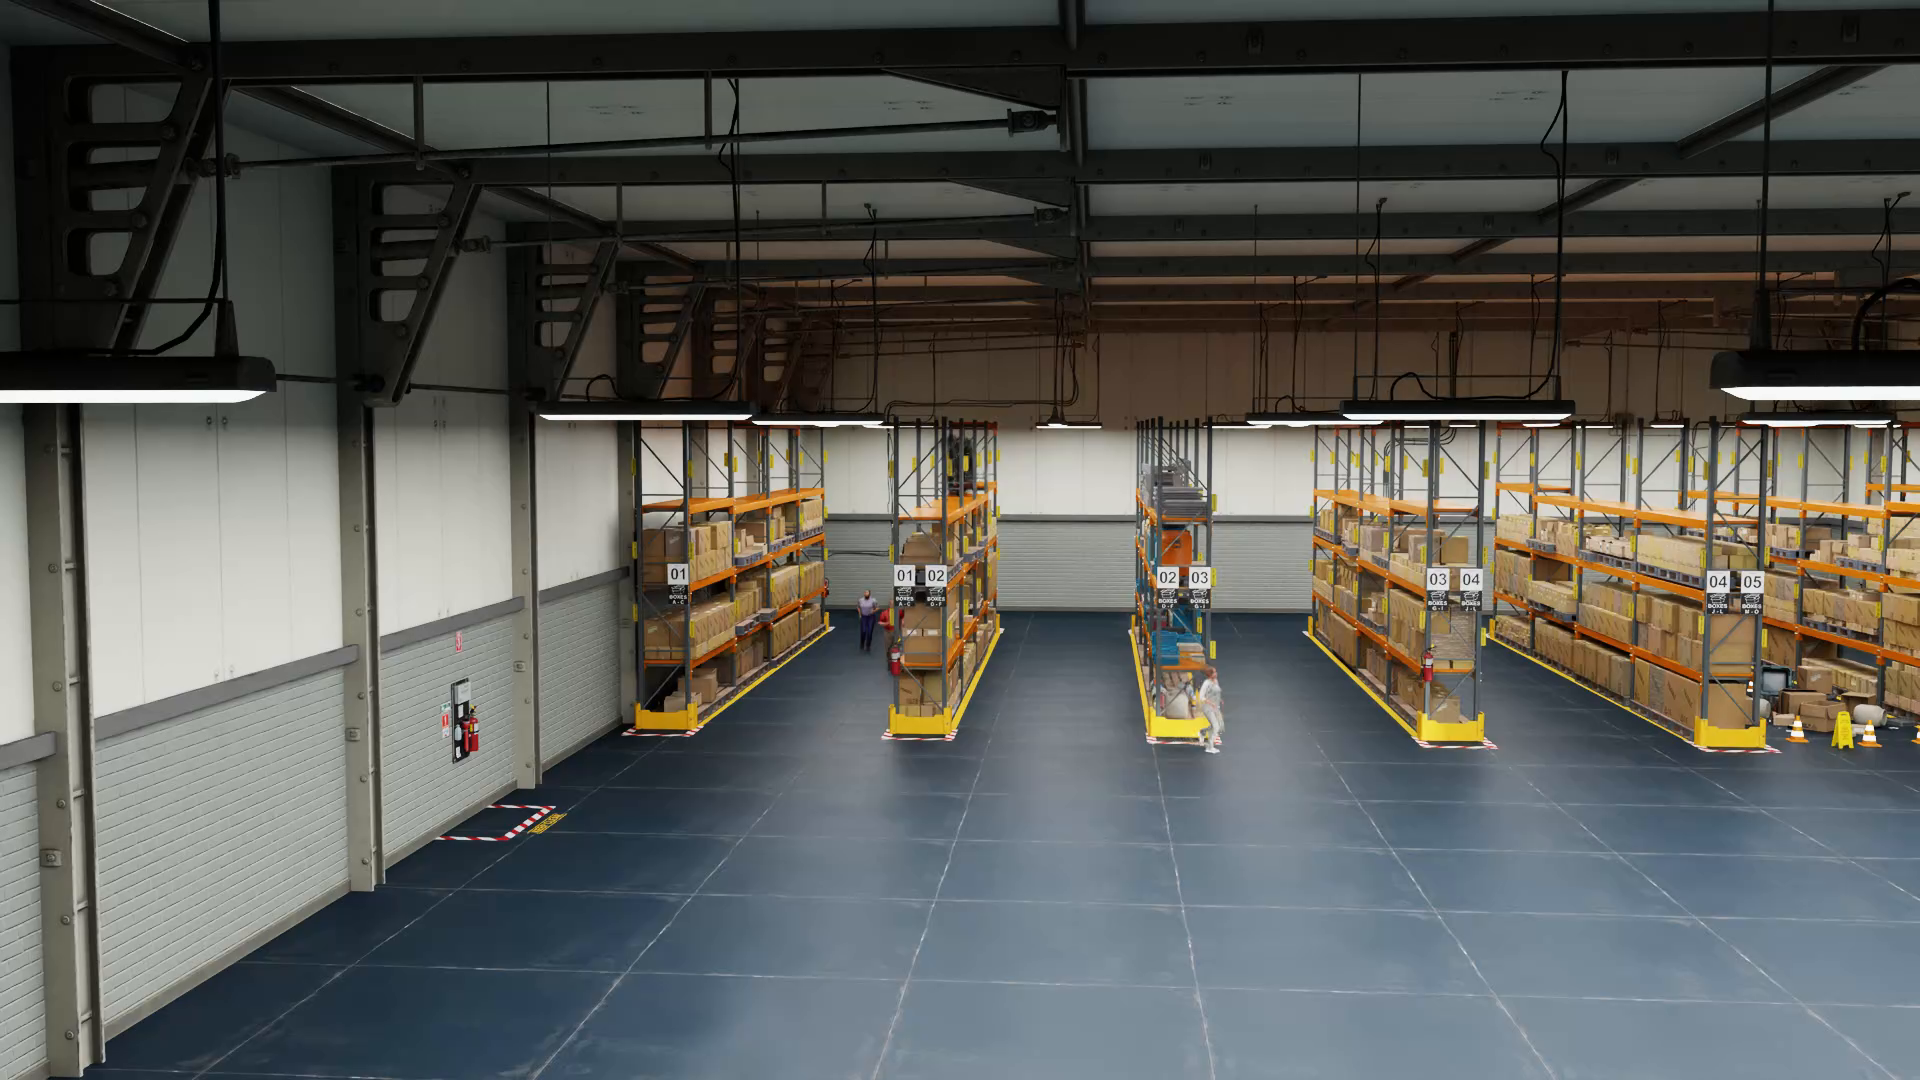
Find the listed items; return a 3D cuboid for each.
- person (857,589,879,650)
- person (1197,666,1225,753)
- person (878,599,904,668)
[{"bbox_3d":[-2.410,2.081,43.393,0.587,1.613,0.568,0,4,1],"label":"person"},{"bbox_3d":[4.432,3.019,29.605,0.533,1.541,0.520,3,5,38],"label":"person"},{"bbox_3d":[-1.603,2.277,39.324,0.653,1.756,0.917,0,4,-5],"label":"person"}]
